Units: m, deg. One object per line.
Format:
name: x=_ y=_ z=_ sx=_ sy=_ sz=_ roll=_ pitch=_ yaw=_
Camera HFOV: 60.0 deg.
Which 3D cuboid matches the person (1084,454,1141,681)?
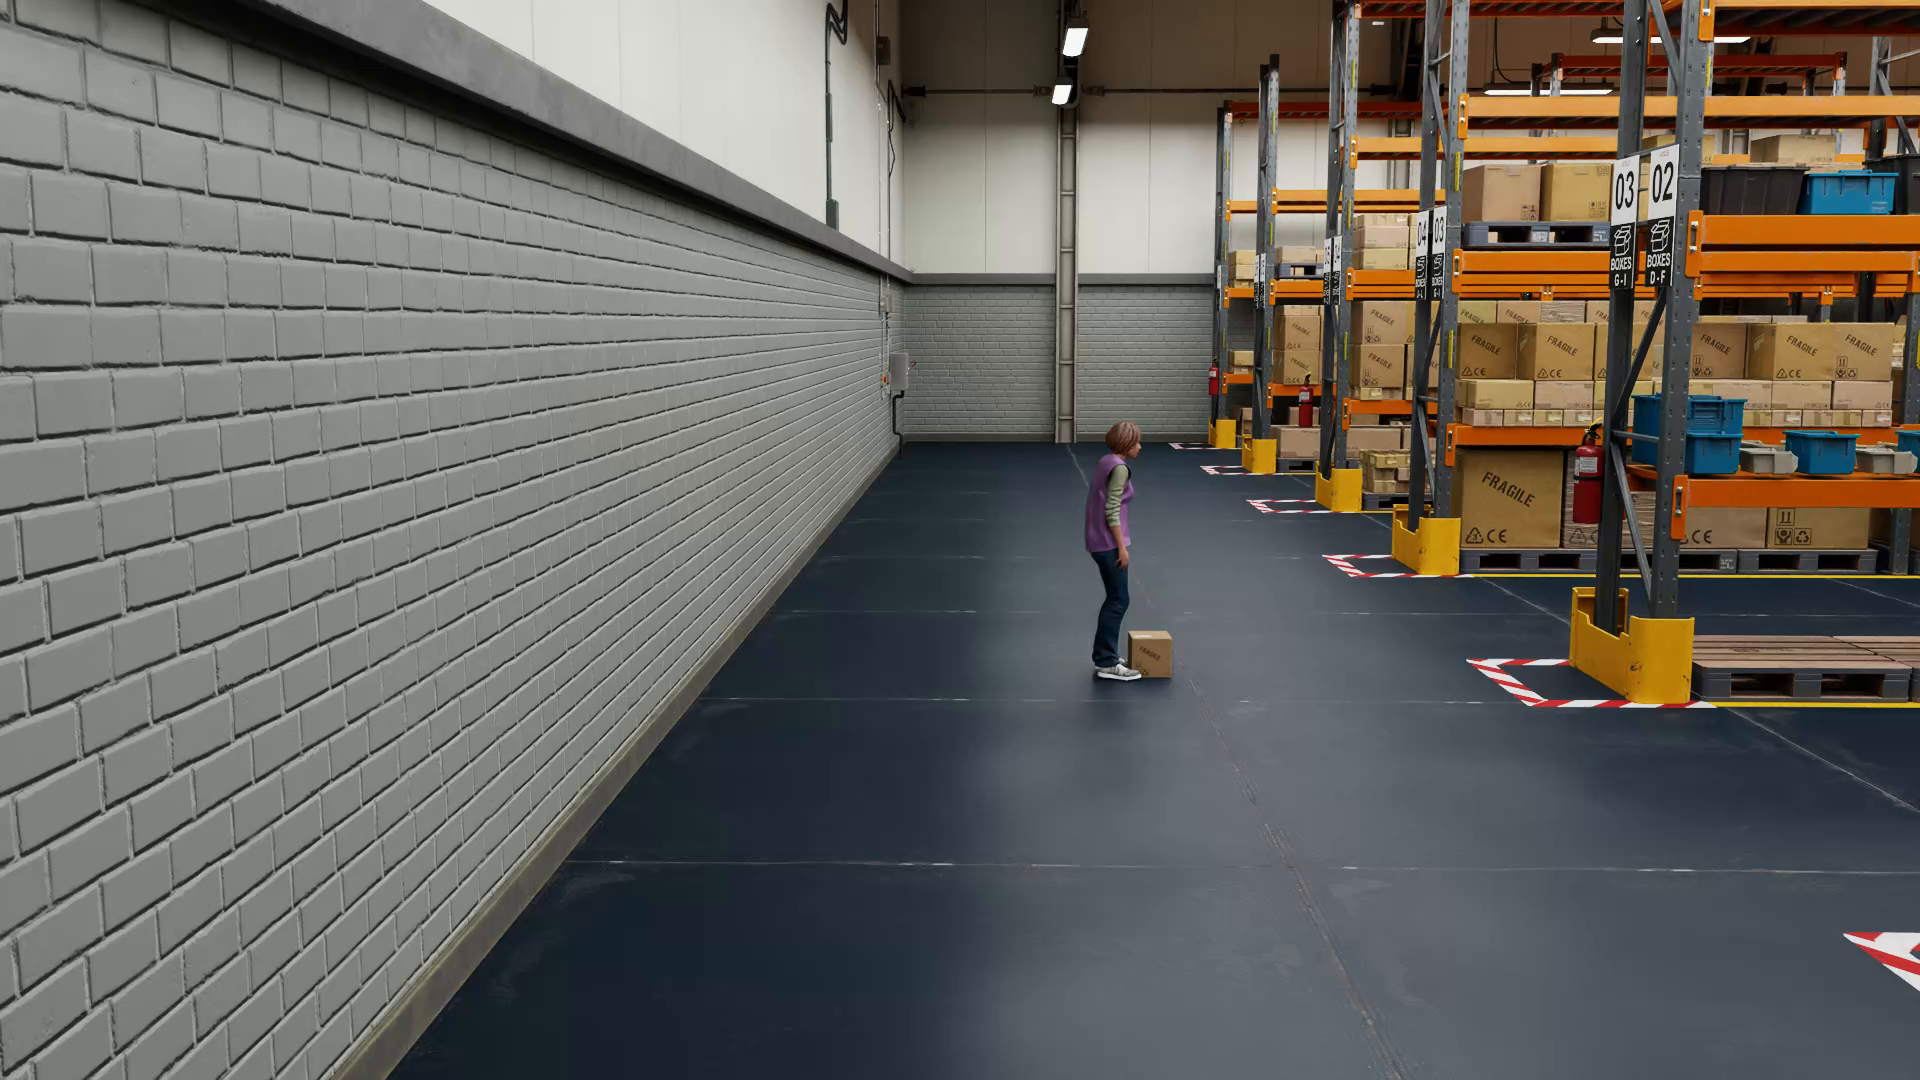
person: x=2.305 y=-0.103 z=5.433 sx=2.633 sy=3.194 sz=10.400 roll=0 pitch=7 yaw=-2
